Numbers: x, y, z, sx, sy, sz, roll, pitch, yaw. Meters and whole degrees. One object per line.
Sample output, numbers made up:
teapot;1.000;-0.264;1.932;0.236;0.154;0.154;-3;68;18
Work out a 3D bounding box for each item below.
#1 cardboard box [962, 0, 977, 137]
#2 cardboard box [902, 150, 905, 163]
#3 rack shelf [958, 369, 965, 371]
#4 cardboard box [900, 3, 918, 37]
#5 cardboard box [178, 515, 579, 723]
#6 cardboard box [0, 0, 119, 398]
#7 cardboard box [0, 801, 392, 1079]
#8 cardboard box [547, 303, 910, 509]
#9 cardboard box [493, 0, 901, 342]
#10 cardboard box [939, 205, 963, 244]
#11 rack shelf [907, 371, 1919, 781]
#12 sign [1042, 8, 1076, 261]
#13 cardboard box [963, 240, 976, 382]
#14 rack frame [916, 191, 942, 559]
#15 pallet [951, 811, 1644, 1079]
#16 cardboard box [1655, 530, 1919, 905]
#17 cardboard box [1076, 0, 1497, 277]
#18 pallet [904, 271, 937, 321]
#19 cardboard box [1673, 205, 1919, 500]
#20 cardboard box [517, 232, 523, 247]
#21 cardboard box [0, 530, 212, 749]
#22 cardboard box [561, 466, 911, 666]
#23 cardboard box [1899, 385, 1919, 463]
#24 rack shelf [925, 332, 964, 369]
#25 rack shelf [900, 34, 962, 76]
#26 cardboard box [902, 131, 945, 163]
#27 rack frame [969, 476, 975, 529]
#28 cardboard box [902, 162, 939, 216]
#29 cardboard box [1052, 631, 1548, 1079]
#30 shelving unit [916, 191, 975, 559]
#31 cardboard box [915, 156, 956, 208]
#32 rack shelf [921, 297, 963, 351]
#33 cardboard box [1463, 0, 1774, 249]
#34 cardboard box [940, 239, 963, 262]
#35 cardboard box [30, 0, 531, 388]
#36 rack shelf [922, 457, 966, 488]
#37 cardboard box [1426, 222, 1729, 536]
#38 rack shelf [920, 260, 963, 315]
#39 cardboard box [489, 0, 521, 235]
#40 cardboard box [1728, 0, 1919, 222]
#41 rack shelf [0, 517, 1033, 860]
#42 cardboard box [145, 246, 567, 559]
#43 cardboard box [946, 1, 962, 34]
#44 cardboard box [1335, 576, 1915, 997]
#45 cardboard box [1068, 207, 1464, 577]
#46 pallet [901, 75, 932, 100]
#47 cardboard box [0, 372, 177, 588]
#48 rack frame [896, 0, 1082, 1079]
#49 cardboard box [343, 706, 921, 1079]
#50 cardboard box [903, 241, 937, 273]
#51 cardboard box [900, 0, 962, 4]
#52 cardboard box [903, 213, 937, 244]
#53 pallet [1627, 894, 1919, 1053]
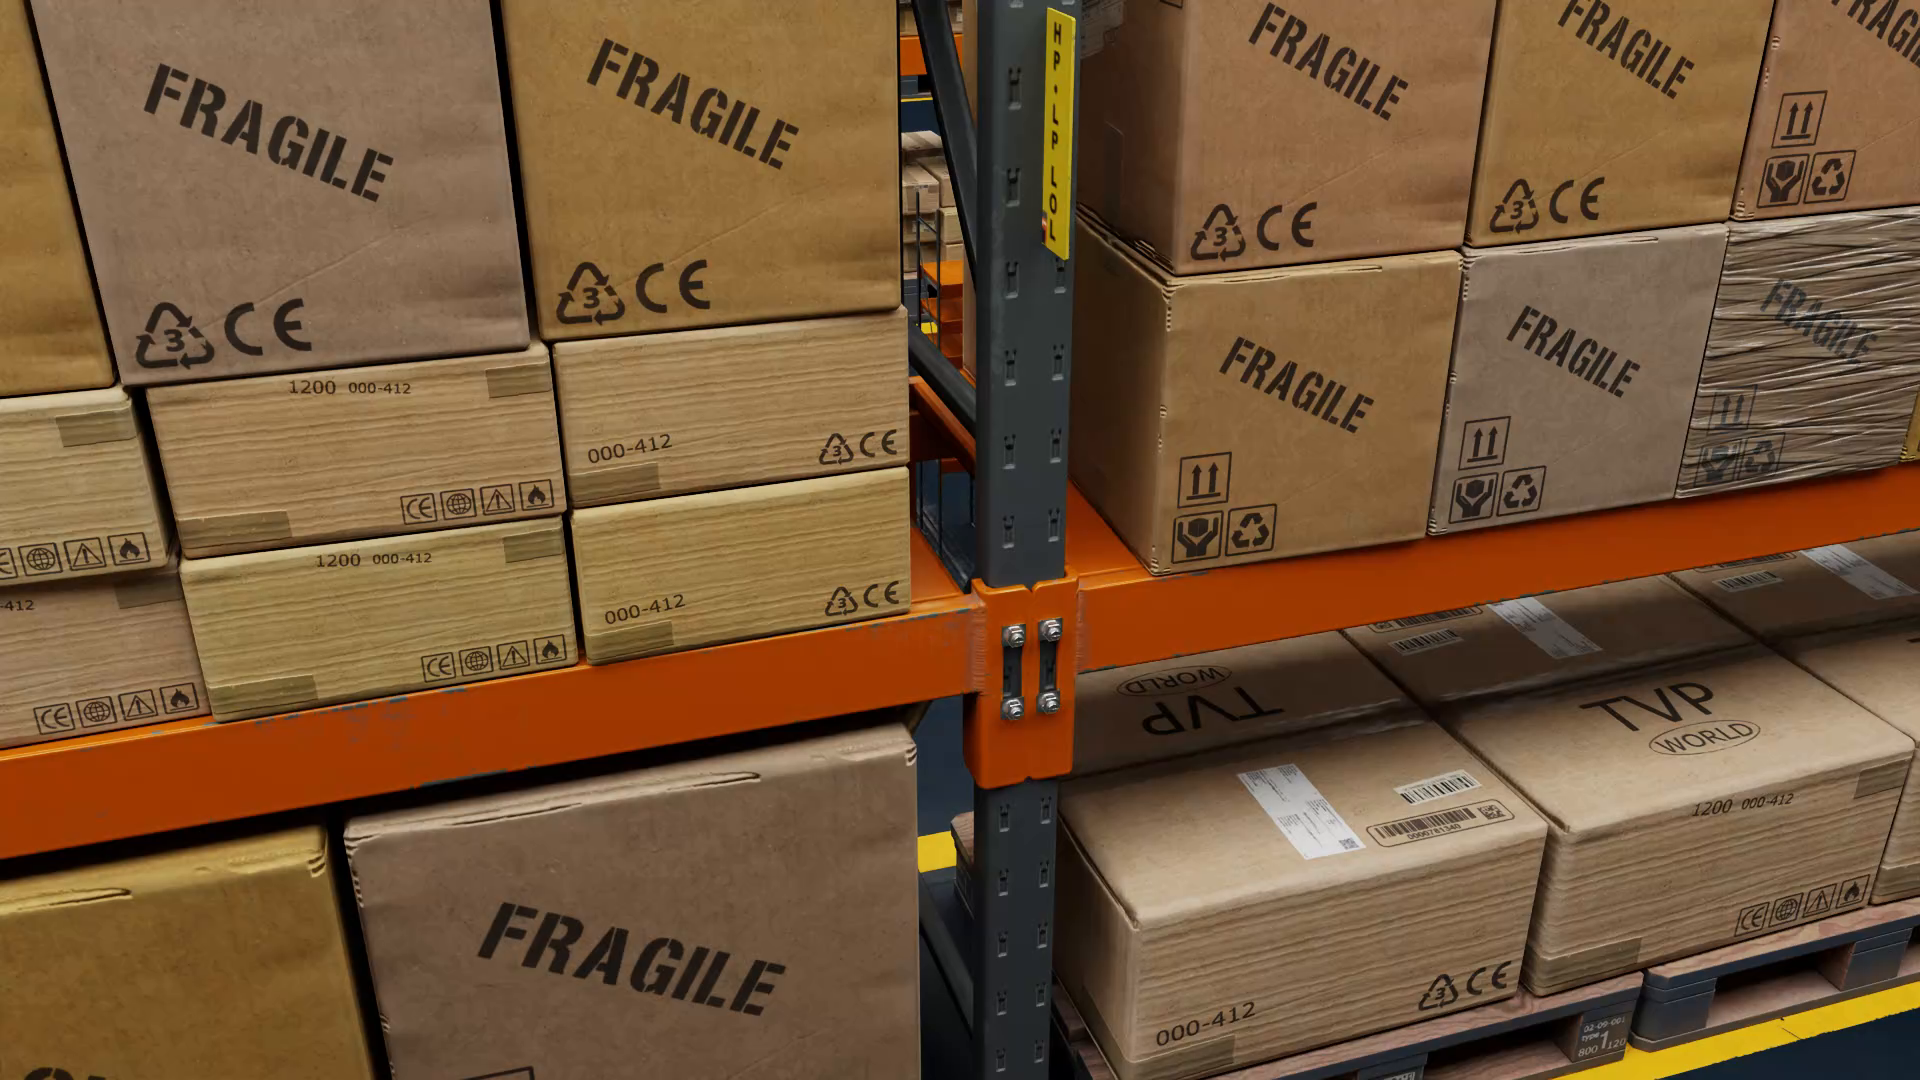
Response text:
cardboard box;0.319;-0.974;3.101;0.500;0.500;0.500;-8;28;-17
cardboard box;-0.451;-1.883;8.235;0.250;0.149;0.380;-10;28;-19
rack shelf;-0.014;-0.496;5.499;0.180;0.103;0.258;-8;28;-16
cardboard box;-0.322;-2.334;7.361;0.250;0.149;0.380;-8;27;-15
cardboard box;-0.877;0.006;2.534;0.500;0.250;0.500;-9;28;-17
cardboard box;-1.369;-0.488;2.124;0.500;0.500;0.500;-7;27;-15
cardboard box;-1.466;0.711;2.862;0.875;0.875;0.875;-7;27;-15
cardboard box;-0.388;-0.293;2.573;0.500;0.250;0.500;-8;28;-16
cardboard box;-0.391;-0.624;2.397;0.500;0.500;0.500;-7;27;-14
cardboard box;-0.010;-1.531;7.860;0.250;0.149;0.380;-8;28;-16
rack shelf;1.857;-0.253;3.695;4.000;0.370;1.077;-8;28;-16
sign;0.133;-0.554;2.280;0.005;0.325;0.100;-8;28;-16
cardboard box;0.318;-0.516;3.304;0.500;0.500;0.500;-8;27;-16
rack frame;-0.101;-0.523;5.454;0.006;1.200;0.240;-8;28;-16
pallet;0.703;0.878;3.744;1.213;0.211;1.003;-8;28;-16
cardboard box;2.295;0.372;4.036;0.875;0.438;0.875;-7;27;-15
cardboard box;0.483;-0.755;2.661;0.500;0.500;0.500;-8;28;-16
pallet;0.116;-1.407;8.346;1.213;0.211;1.003;-8;28;-16
cardboard box;1.438;-0.431;3.133;0.500;0.500;0.500;-8;28;-16
cardboard box;-0.550;-0.515;3.020;0.500;0.250;0.500;-9;28;-18
cardboard box;-1.363;0.067;2.410;0.500;0.250;0.500;-9;28;-17
cardboard box;-0.393;-0.064;2.674;0.500;0.250;0.500;-9;28;-17
cardboard box;1.927;-0.502;3.276;0.500;0.500;0.500;-7;27;-15
rack shelf;-0.014;-0.603;5.446;0.180;0.103;0.258;-8;28;-16
rack shelf;0.228;-2.332;7.882;4.000;0.370;1.077;-8;28;-16
cardboard box;-0.198;-1.926;8.321;0.250;0.149;0.380;-9;28;-18
rack frame;0.073;-0.548;5.505;0.006;1.200;0.240;-8;28;-16
cardboard box;-0.268;-1.630;7.726;0.250;0.149;0.380;-8;27;-15
cardboard box;0.586;0.619;3.539;0.875;0.438;0.875;-9;28;-17
shelving unit;-0.014;-0.535;5.479;0.189;1.200;0.258;-8;28;-16
cardboard box;-0.034;-1.703;7.872;0.250;0.149;0.380;-9;28;-18
rack shelf;-0.014;-0.711;5.392;0.180;0.103;0.258;-8;28;-16
cardboard box;0.966;-0.822;2.796;0.500;0.500;0.500;-9;28;-17
cardboard box;-0.006;-1.400;7.930;0.250;0.149;0.380;-9;28;-17
cardboard box;-0.881;-0.550;2.248;0.500;0.500;0.500;-8;27;-15
rack shelf;-0.014;-0.281;5.606;0.180;0.103;0.258;-8;28;-16
cardboard box;0.963;-0.366;3.001;0.500;0.500;0.500;-8;28;-16
rack shelf;-0.014;-0.818;5.339;0.180;0.103;0.258;-8;28;-16
cardboard box;-0.552;-0.853;2.858;0.500;0.500;0.500;-8;27;-16
cardboard box;1.456;-0.888;2.928;0.500;0.500;0.500;-8;27;-15
rack shelf;-1.946;0.298;2.585;4.000;0.370;1.077;-8;28;-16
cardboard box;-0.861;-0.221;2.428;0.500;0.250;0.500;-8;27;-15
cardboard box;-0.065;-2.368;7.430;0.250;0.149;0.380;-7;27;-14
cardboard box;1.437;0.495;3.788;0.875;0.438;0.875;-9;28;-18
cardboard box;0.483;-0.298;2.865;0.500;0.500;0.500;-7;27;-14
pallet;-0.046;-3.648;12.861;1.213;0.211;1.003;-8;28;-16
cardboard box;-1.352;-0.147;2.279;0.500;0.250;0.500;-8;27;-15
rack frame;-0.044;-0.299;2.980;0.127;3.000;1.000;-8;28;-16
cardboard box;-0.609;0.583;3.119;0.875;0.875;0.875;-7;27;-14
cardboard box;-0.283;-1.405;7.940;0.250;0.149;0.380;-9;28;-18
cardboard box;-0.166;-2.643;7.254;0.500;0.500;0.500;-9;28;-17
cardboard box;-0.270;-1.523;7.844;0.250;0.149;0.380;-7;27;-14
pallet;1.865;0.708;4.086;1.213;0.211;1.003;-8;28;-16
